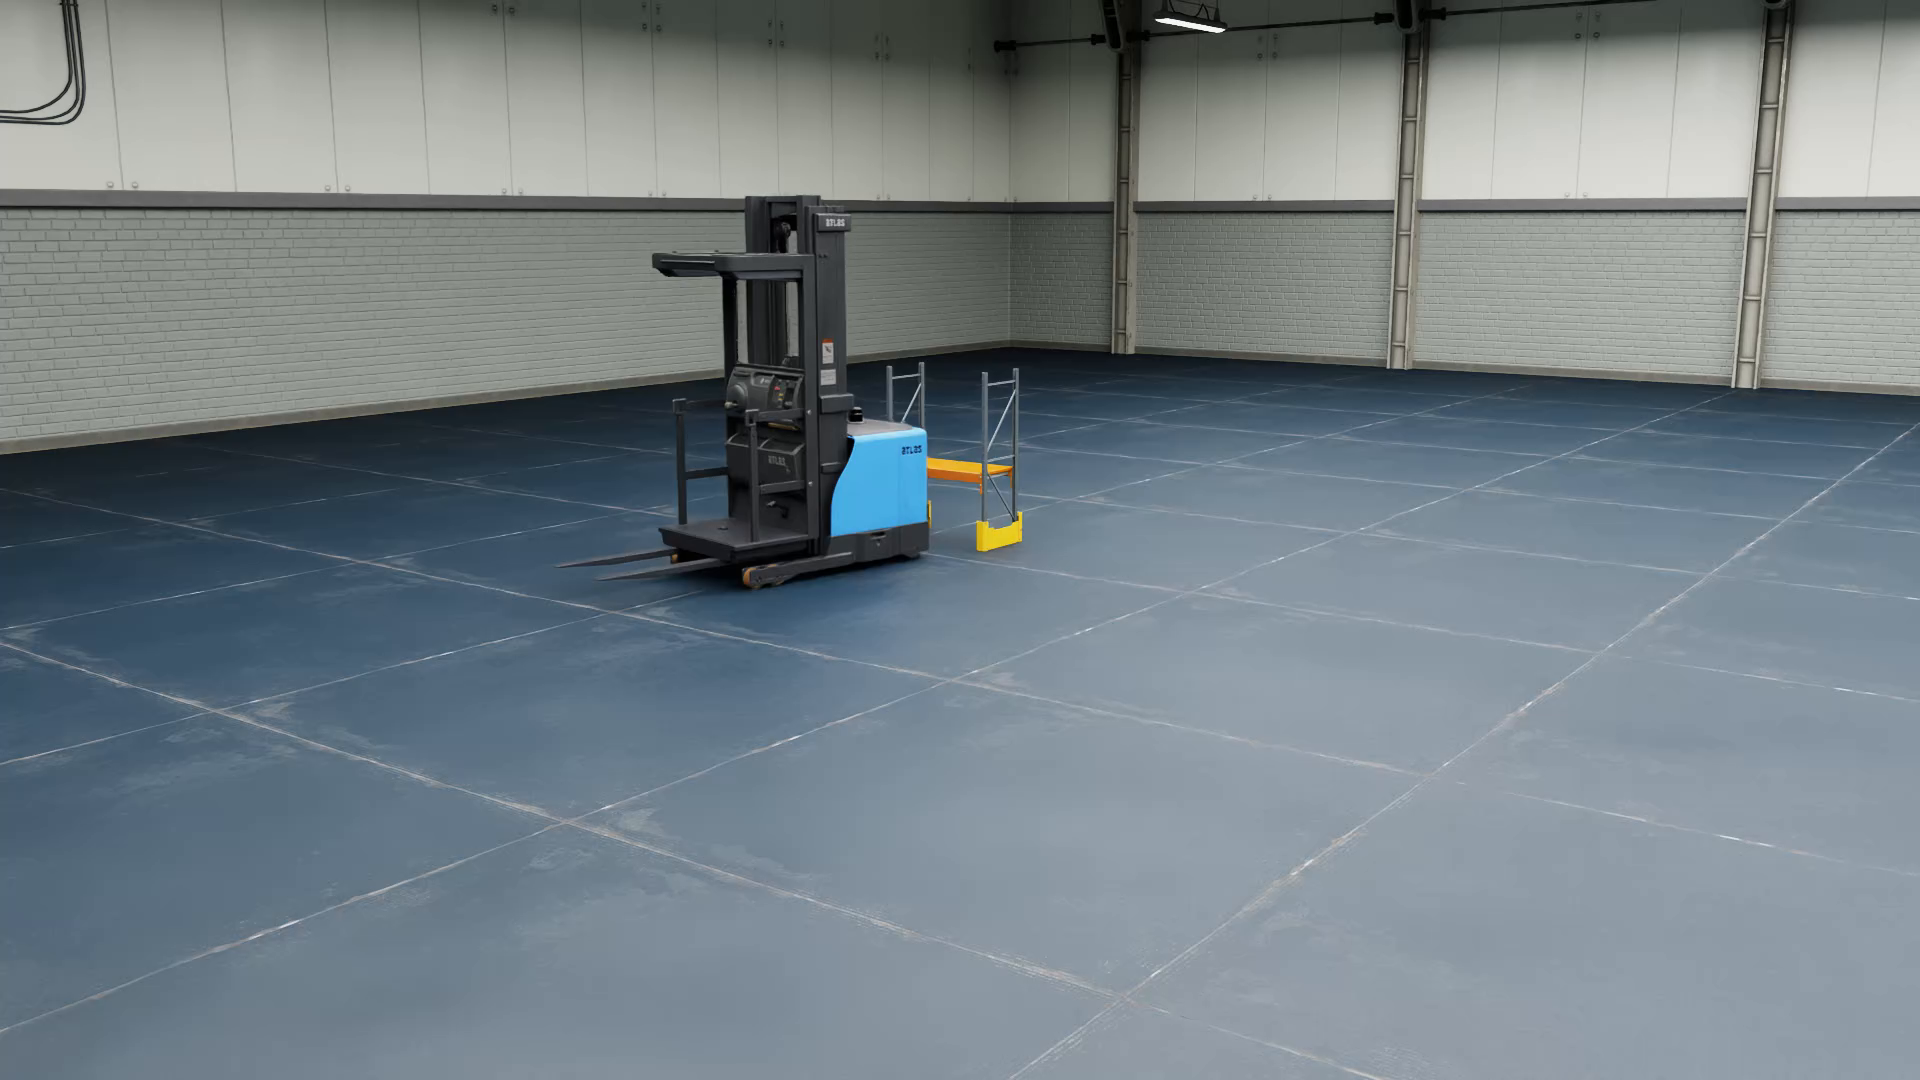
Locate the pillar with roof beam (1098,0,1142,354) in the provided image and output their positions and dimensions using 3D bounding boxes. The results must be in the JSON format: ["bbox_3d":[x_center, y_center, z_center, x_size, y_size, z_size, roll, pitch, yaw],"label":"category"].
[{"bbox_3d":[0.852,-7.650,30.379,0.548,9.000,9.100,8,13,36],"label":"pillar with roof beam"}]

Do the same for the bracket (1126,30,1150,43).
[{"bbox_3d":[3.525,-9.975,32.921,0.430,0.232,0.235,8,13,36],"label":"bracket"}]

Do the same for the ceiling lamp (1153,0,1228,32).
[{"bbox_3d":[3.579,-9.981,27.060,0.800,3.185,2.000,8,13,36],"label":"ceiling lamp"}]

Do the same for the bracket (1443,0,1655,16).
[{"bbox_3d":[10.437,-9.011,27.937,4.783,0.066,0.076,8,13,36],"label":"bracket"}]

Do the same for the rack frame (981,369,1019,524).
[{"bbox_3d":[0.341,-0.689,14.141,0.032,1.500,0.500,8,13,36],"label":"rack frame"}]

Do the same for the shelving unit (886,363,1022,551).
[{"bbox_3d":[-0.061,-0.745,14.432,1.083,1.500,0.587,8,13,36],"label":"shelving unit"}]

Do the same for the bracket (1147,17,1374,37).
[{"bbox_3d":[5.601,-9.685,31.424,4.783,0.066,0.076,8,13,36],"label":"bracket"}]

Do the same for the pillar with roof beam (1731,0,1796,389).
[{"bbox_3d":[10.524,-6.300,23.405,0.548,9.000,9.100,8,13,36],"label":"pillar with roof beam"}]

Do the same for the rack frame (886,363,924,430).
[{"bbox_3d":[-0.478,-0.803,14.732,0.032,1.500,0.500,8,13,36],"label":"rack frame"}]

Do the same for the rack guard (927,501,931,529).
[{"bbox_3d":[-0.463,-0.187,14.840,0.087,0.250,0.587,8,13,36],"label":"rack guard"}]

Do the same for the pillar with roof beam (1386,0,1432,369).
[{"bbox_3d":[5.688,-6.975,26.892,0.548,9.000,9.100,8,13,36],"label":"pillar with roof beam"}]

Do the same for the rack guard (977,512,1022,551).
[{"bbox_3d":[0.340,-0.075,14.261,0.087,0.250,0.587,8,13,36],"label":"rack guard"}]

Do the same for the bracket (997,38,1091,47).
[{"bbox_3d":[1.421,-10.268,34.438,3.189,0.066,0.076,8,13,36],"label":"bracket"}]

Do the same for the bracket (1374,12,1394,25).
[{"bbox_3d":[7.692,-9.394,29.917,0.430,0.232,0.235,8,13,36],"label":"bracket"}]

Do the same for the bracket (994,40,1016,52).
[{"bbox_3d":[0.945,-10.335,34.781,0.430,0.232,0.235,8,13,36],"label":"bracket"}]

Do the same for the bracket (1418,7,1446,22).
[{"bbox_3d":[8.361,-9.300,29.435,0.430,0.232,0.235,8,13,36],"label":"bracket"}]

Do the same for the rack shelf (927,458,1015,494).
[{"bbox_3d":[-0.069,-0.569,14.471,1.000,0.185,0.538,8,13,36],"label":"rack shelf"}]

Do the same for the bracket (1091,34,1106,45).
[{"bbox_3d":[2.856,-10.068,33.404,0.430,0.232,0.235,8,13,36],"label":"bracket"}]

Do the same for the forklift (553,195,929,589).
[{"bbox_3d":[-1.686,-1.176,12.892,3.031,2.935,1.130,-10,15,-41],"label":"forklift"}]

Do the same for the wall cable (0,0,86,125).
[{"bbox_3d":[-11.205,-7.141,18.797,0.169,6.003,2.305,8,13,36],"label":"wall cable"}]
